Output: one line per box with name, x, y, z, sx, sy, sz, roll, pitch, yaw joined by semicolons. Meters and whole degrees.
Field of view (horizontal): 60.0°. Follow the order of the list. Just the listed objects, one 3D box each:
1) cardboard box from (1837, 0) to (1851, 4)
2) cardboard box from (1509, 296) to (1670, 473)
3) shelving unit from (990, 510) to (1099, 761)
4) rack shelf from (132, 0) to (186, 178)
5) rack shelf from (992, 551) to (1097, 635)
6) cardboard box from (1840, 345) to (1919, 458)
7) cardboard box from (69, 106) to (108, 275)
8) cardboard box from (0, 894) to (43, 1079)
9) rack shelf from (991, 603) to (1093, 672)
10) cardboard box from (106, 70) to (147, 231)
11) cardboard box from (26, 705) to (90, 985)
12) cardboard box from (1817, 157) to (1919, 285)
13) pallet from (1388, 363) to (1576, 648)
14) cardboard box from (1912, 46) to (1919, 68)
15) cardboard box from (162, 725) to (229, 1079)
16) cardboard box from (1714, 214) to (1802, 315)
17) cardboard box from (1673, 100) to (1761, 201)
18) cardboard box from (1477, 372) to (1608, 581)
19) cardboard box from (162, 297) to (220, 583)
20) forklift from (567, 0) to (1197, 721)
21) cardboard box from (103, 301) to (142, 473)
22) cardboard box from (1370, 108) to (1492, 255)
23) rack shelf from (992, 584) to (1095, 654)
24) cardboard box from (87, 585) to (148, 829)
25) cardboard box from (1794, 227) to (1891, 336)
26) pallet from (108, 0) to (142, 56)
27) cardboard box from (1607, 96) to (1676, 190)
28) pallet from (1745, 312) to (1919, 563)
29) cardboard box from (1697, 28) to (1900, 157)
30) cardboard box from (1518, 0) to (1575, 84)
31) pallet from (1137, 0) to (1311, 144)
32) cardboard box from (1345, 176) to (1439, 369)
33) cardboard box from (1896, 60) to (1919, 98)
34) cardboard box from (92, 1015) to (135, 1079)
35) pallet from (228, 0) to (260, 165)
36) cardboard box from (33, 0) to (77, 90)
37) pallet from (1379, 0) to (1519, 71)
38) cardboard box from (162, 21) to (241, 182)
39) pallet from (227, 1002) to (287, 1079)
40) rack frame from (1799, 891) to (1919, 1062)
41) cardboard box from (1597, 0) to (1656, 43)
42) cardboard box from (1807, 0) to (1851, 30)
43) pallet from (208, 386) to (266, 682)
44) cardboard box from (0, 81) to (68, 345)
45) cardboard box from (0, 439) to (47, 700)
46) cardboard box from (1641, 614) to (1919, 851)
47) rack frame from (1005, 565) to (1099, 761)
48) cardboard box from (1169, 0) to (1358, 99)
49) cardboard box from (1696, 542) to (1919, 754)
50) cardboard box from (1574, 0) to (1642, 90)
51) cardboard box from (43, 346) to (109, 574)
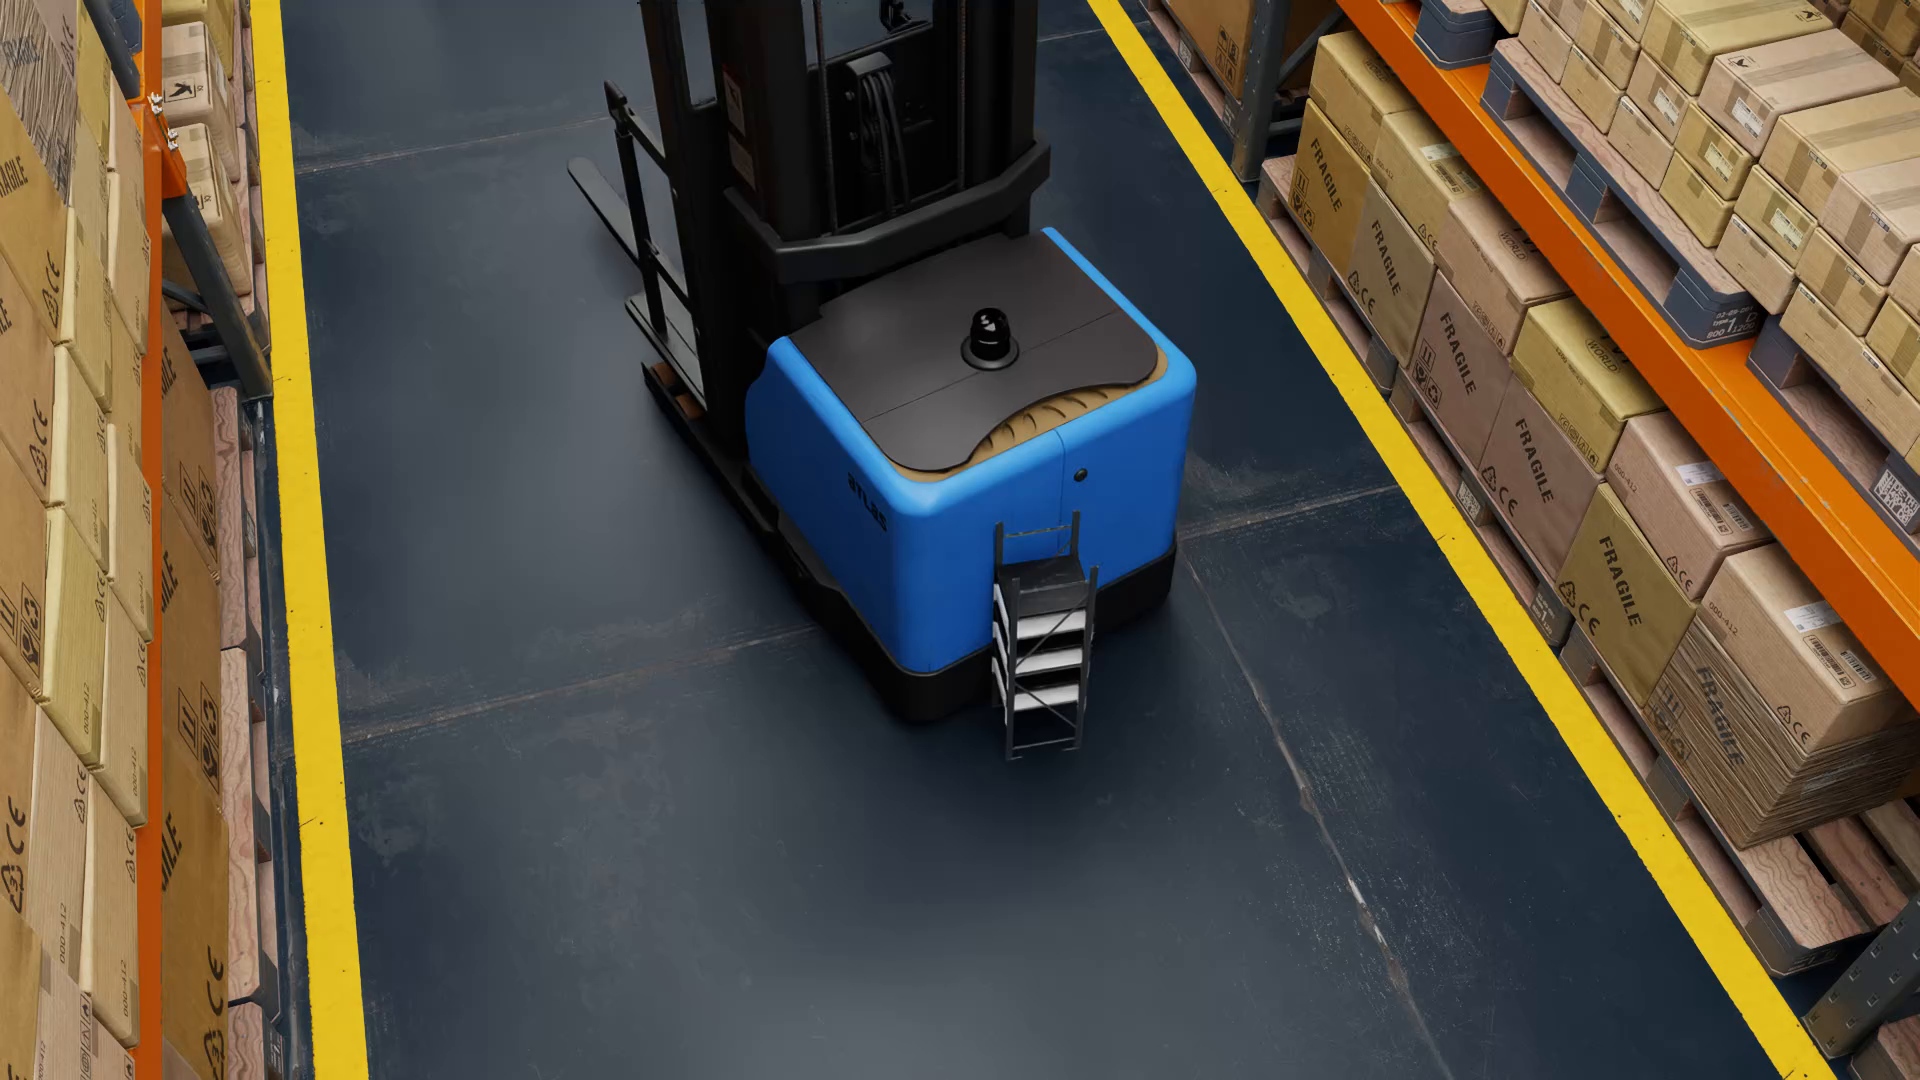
cardboard box;2.610;-1.668;4.695;0.380;0.149;0.250;-11;51;-9
cardboard box;2.059;-0.519;5.095;0.500;0.250;0.500;-15;52;-13
shelving unit;0.238;0.302;4.907;0.258;0.900;0.210;-9;50;-7
rack shelf;-3.643;-2.657;6.498;1.077;0.370;4.000;-13;51;-11
rack shelf;0.238;0.150;4.726;0.258;0.077;0.200;-9;50;-7
cardboard box;2.374;-0.371;3.991;0.380;0.149;0.250;-13;51;-11
cardboard box;-2.510;-0.871;4.293;0.500;0.250;0.500;-14;51;-12
cardboard box;-1.724;0.753;2.434;0.500;0.500;0.500;-13;51;-11
rack shelf;0.238;0.266;4.863;0.258;0.077;0.200;-9;50;-7
cardboard box;-2.654;-1.069;4.787;0.500;0.250;0.500;-15;51;-12
cardboard box;-1.910;0.621;3.035;0.500;0.250;0.500;-13;51;-10
cardboard box;2.292;-0.771;3.939;0.380;0.149;0.250;-13;51;-11
pallet;2.234;-0.262;5.832;1.003;0.211;1.213;-13;51;-11
cardboard box;2.770;-1.281;4.369;0.380;0.149;0.250;-12;51;-10
cardboard box;-2.403;0.950;4.102;0.875;0.875;0.875;-12;51;-10
cardboard box;2.213;-0.756;4.315;0.380;0.149;0.250;-15;52;-13
cardboard box;2.130;-1.058;4.375;0.380;0.149;0.250;-13;51;-11
cardboard box;2.072;-0.263;5.370;0.500;0.500;0.500;-14;51;-12
cardboard box;-2.927;-0.355;5.202;0.875;0.875;0.875;-14;51;-11
forklift;-0.509;-1.497;5.095;1.130;2.935;3.031;-26;54;-20
cardboard box;-2.354;-0.328;4.163;0.500;0.250;0.500;-14;51;-11
cardboard box;1.770;-1.263;5.723;0.500;0.250;0.500;-14;51;-11
rack shelf;0.238;0.208;4.795;0.258;0.077;0.200;-9;50;-7
cardboard box;-2.037;0.405;3.544;0.500;0.250;0.500;-14;51;-11
cardboard box;2.289;-0.668;4.047;0.380;0.149;0.250;-15;51;-12
pallet;-3.364;-1.862;5.484;1.213;0.211;1.003;-13;51;-11
cardboard box;2.056;-1.145;4.643;0.380;0.149;0.250;-15;51;-12
pallet;2.743;-0.229;4.106;1.003;0.211;1.213;-13;51;-11
cardboard box;2.140;-1.147;4.255;0.380;0.149;0.250;-15;52;-13
cardboard box;1.908;-1.519;4.958;0.380;0.149;0.250;-12;51;-10
pallet;1.486;-2.315;7.563;1.003;0.211;1.213;-13;51;-11
cardboard box;1.765;-1.010;6.000;0.500;0.500;0.500;-13;51;-11
cardboard box;2.760;-1.199;4.494;0.380;0.149;0.250;-14;51;-12
cardboard box;-1.747;1.161;2.907;0.500;0.250;0.500;-14;51;-12
pallet;-3.638;-1.990;7.289;1.003;0.211;1.213;-13;51;-11
cardboard box;-2.649;-1.464;4.303;0.500;0.500;0.500;-15;51;-12
pallet;1.960;-2.063;5.652;1.213;0.211;1.003;-13;51;-11
cardboard box;-3.435;-1.668;6.639;0.950;0.372;0.625;-14;51;-12
pallet;-2.169;1.846;4.056;1.003;0.211;1.213;-13;51;-11
rack frame;2.830;0.301;3.535;1.000;3.000;0.127;-13;51;-11
cardboard box;1.989;-1.526;4.575;0.380;0.149;0.250;-12;51;-10
cardboard box;2.612;-1.572;4.808;0.380;0.149;0.250;-12;51;-10
pallet;-2.890;0.064;5.558;1.003;0.211;1.213;-13;51;-11
cardboard box;-2.349;-0.727;3.681;0.500;0.500;0.500;-13;51;-11
cardboard box;-2.047;0.021;3.051;0.500;0.500;0.500;-14;51;-12
cardboard box;2.371;0.487;4.737;0.500;0.500;0.500;-14;51;-12
rack frame;0.258;0.378;4.843;0.240;0.900;0.006;-9;50;-7
cardboard box;1.553;-2.496;7.089;1.050;0.750;0.750;-14;51;-11
cardboard box;2.368;0.242;4.453;0.500;0.250;0.500;-15;51;-12
cardboard box;1.981;-1.432;4.691;0.380;0.149;0.250;-14;51;-11
cardboard box;-2.186;-0.122;3.662;0.500;0.250;0.500;-15;51;-12
